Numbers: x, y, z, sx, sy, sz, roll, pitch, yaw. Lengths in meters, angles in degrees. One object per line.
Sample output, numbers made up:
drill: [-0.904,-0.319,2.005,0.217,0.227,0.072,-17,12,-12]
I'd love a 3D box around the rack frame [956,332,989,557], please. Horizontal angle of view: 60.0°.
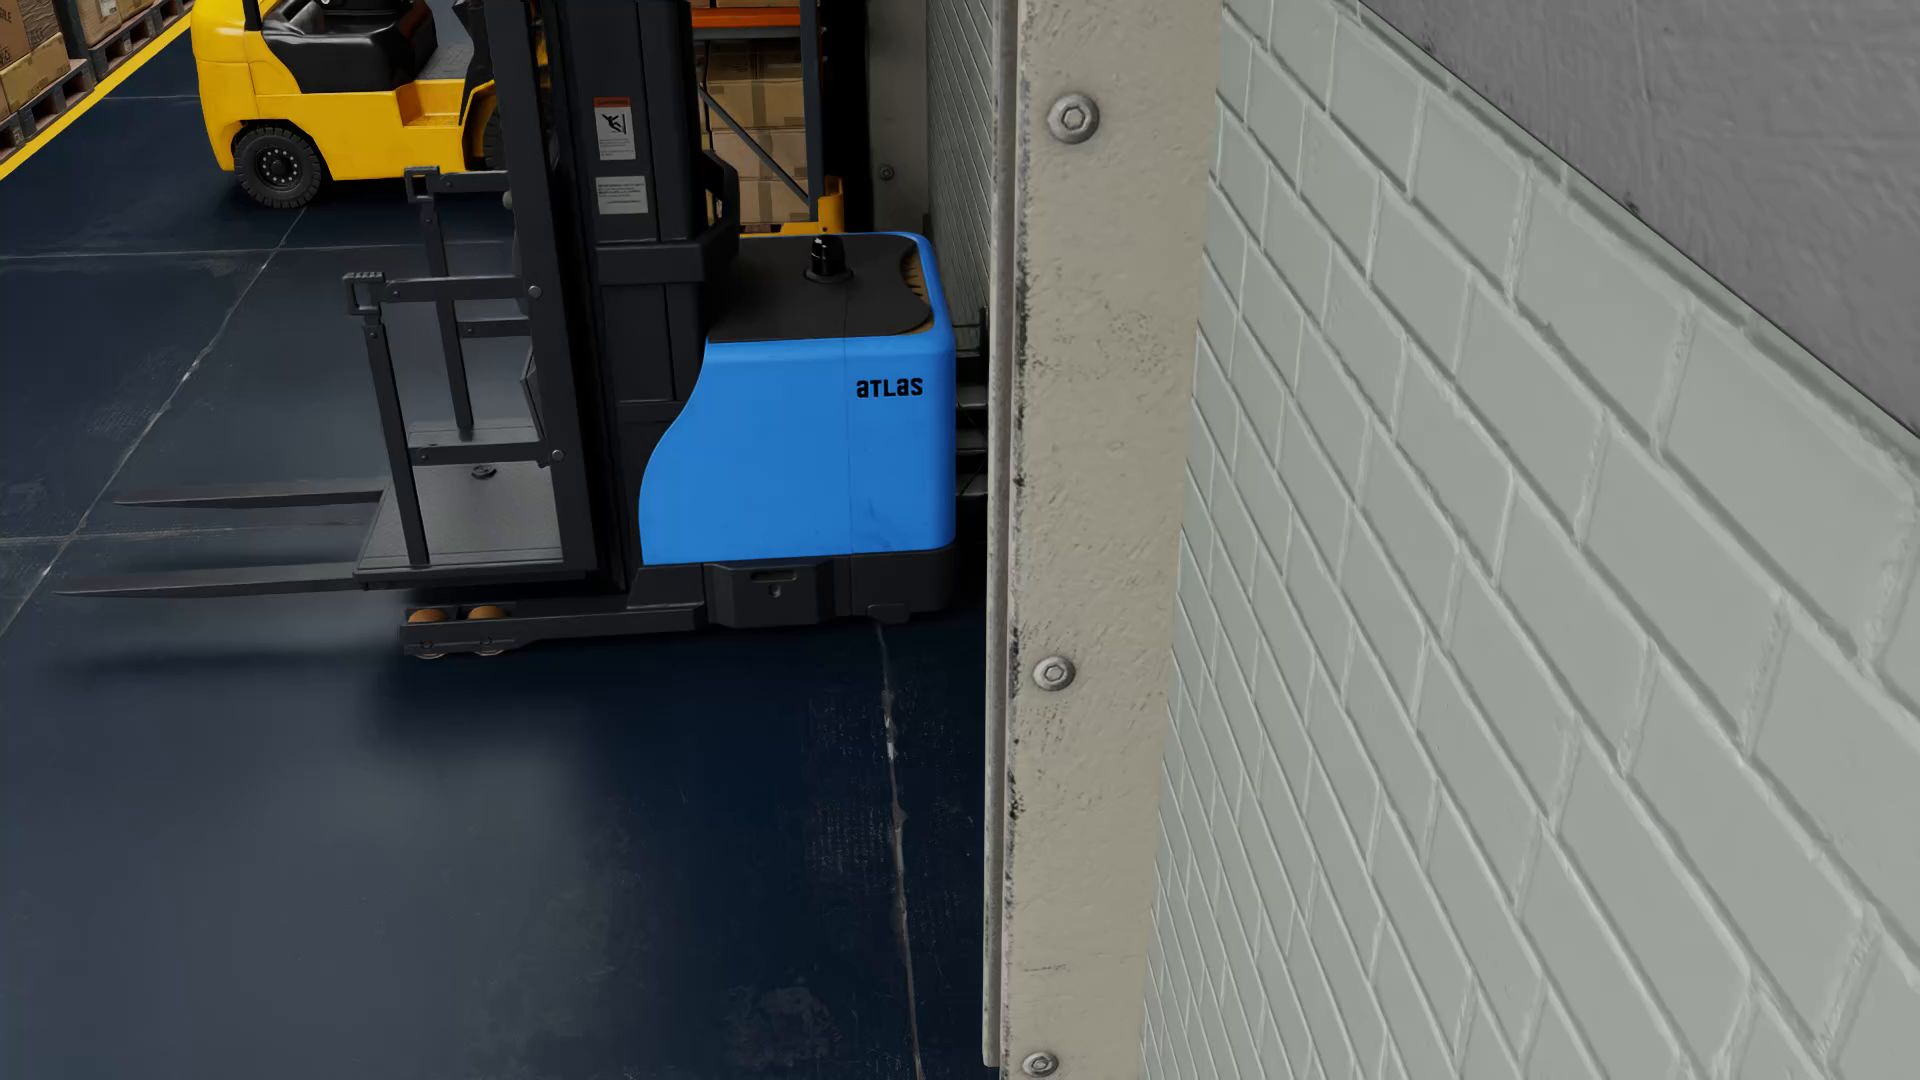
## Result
rack frame: [-0.003,-0.318,5.909,0.240,0.900,0.006,-4,31,-4]

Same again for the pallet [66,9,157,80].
pallet: [-6.555,-3.597,12.066,1.003,0.211,1.213,-3,31,-5]

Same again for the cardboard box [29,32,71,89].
cardboard box: [-6.158,-3.108,10.800,0.500,0.250,0.500,-1,31,-2]

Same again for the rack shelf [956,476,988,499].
rack shelf: [-0.007,-0.188,6.107,0.258,0.077,0.200,-4,31,-4]

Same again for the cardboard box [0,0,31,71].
cardboard box: [-6.109,-3.170,10.172,0.500,0.500,0.500,-2,31,-4]

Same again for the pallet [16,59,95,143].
pallet: [-6.383,-2.859,10.830,1.003,0.211,1.213,-3,31,-5]

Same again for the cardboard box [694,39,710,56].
cardboard box: [-1.573,-2.504,8.814,0.500,0.250,0.500,-2,31,-4]

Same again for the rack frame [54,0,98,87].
rack frame: [-6.481,-4.397,10.686,1.000,3.000,0.127,-3,31,-5]

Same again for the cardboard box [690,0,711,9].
cardboard box: [-1.473,-2.876,8.042,0.500,0.500,0.500,-3,31,-6]

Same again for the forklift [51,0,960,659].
forklift: [-1.551,-1.144,5.308,3.031,2.935,1.130,-3,31,-5]

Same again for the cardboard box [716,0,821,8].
cardboard box: [-0.935,-2.904,8.088,0.500,0.500,0.500,-2,31,-3]

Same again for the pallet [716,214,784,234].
pallet: [-1.279,-1.786,9.034,1.003,0.211,1.213,-3,31,-5]

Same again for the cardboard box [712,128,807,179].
cardboard box: [-1.003,-2.059,8.556,0.500,0.250,0.500,-2,31,-4]

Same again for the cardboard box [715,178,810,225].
cardboard box: [-1.017,-1.854,8.701,0.500,0.250,0.500,-3,31,-4]

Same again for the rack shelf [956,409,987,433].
rack shelf: [-0.013,-0.419,5.966,0.258,0.077,0.200,-4,31,-4]

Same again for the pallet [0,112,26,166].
pallet: [-6.266,-2.234,9.785,1.003,0.211,1.213,-3,31,-5]

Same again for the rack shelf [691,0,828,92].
rack shelf: [-1.352,-3.307,9.562,1.077,0.370,4.000,-3,31,-5]

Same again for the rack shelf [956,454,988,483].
rack shelf: [-0.009,-0.265,6.060,0.258,0.077,0.200,-4,31,-4]

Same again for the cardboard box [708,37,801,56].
cardboard box: [-1.072,-2.533,8.862,0.500,0.250,0.500,-3,31,-5]

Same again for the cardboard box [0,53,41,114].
cardboard box: [-6.098,-2.836,10.345,0.500,0.250,0.500,-4,31,-6]

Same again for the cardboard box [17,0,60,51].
cardboard box: [-6.158,-3.429,10.607,0.500,0.500,0.500,-3,31,-5]

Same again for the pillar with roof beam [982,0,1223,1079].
pillar with roof beam: [-4.059,-2.299,1.323,9.100,9.000,0.400,-3,31,-5]

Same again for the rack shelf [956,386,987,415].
rack shelf: [-0.015,-0.496,5.919,0.258,0.077,0.200,-4,31,-4]

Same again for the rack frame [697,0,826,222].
rack frame: [-1.165,-2.594,7.668,1.000,3.000,0.127,-3,31,-5]

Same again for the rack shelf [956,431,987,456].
rack shelf: [-0.011,-0.342,6.013,0.258,0.077,0.200,-4,31,-4]

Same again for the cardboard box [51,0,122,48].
cardboard box: [-6.532,-3.717,11.700,0.950,0.372,0.625,-2,31,-4]

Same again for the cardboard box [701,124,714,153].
cardboard box: [-1.522,-2.042,8.528,0.500,0.250,0.500,-3,31,-5]

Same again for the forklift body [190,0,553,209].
forklift body: [-3.159,-3.111,9.360,2.313,2.155,1.214,-3,31,-5]

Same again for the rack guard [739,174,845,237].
rack guard: [-1.163,-1.509,8.289,1.175,0.500,0.348,-3,31,-5]

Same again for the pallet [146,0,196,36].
pallet: [-6.672,-4.221,13.112,1.003,0.211,1.213,-3,31,-5]

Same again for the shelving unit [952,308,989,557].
shelving unit: [-0.012,-0.371,5.996,0.258,0.900,0.210,-4,31,-4]

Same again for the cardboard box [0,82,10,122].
cardboard box: [-6.055,-2.576,9.910,0.500,0.250,0.500,-2,31,-4]

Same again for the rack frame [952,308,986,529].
rack frame: [-0.021,-0.423,6.082,0.240,0.900,0.006,-4,31,-4]

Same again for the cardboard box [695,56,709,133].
cardboard box: [-1.519,-2.244,8.378,0.500,0.250,0.500,-2,31,-3]

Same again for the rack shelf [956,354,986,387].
rack shelf: [-0.017,-0.573,5.873,0.258,0.077,0.200,-4,31,-4]

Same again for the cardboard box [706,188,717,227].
cardboard box: [-1.524,-1.819,8.642,0.500,0.250,0.500,-3,31,-4]

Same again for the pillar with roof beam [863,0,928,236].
pillar with roof beam: [-4.619,-5.362,6.452,9.100,9.000,0.400,-3,31,-5]

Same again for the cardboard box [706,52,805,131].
cardboard box: [-1.022,-2.278,8.435,0.500,0.250,0.500,-3,31,-5]

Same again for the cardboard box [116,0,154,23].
cardboard box: [-6.603,-4.084,12.314,0.950,0.372,0.625,-1,31,-1]
